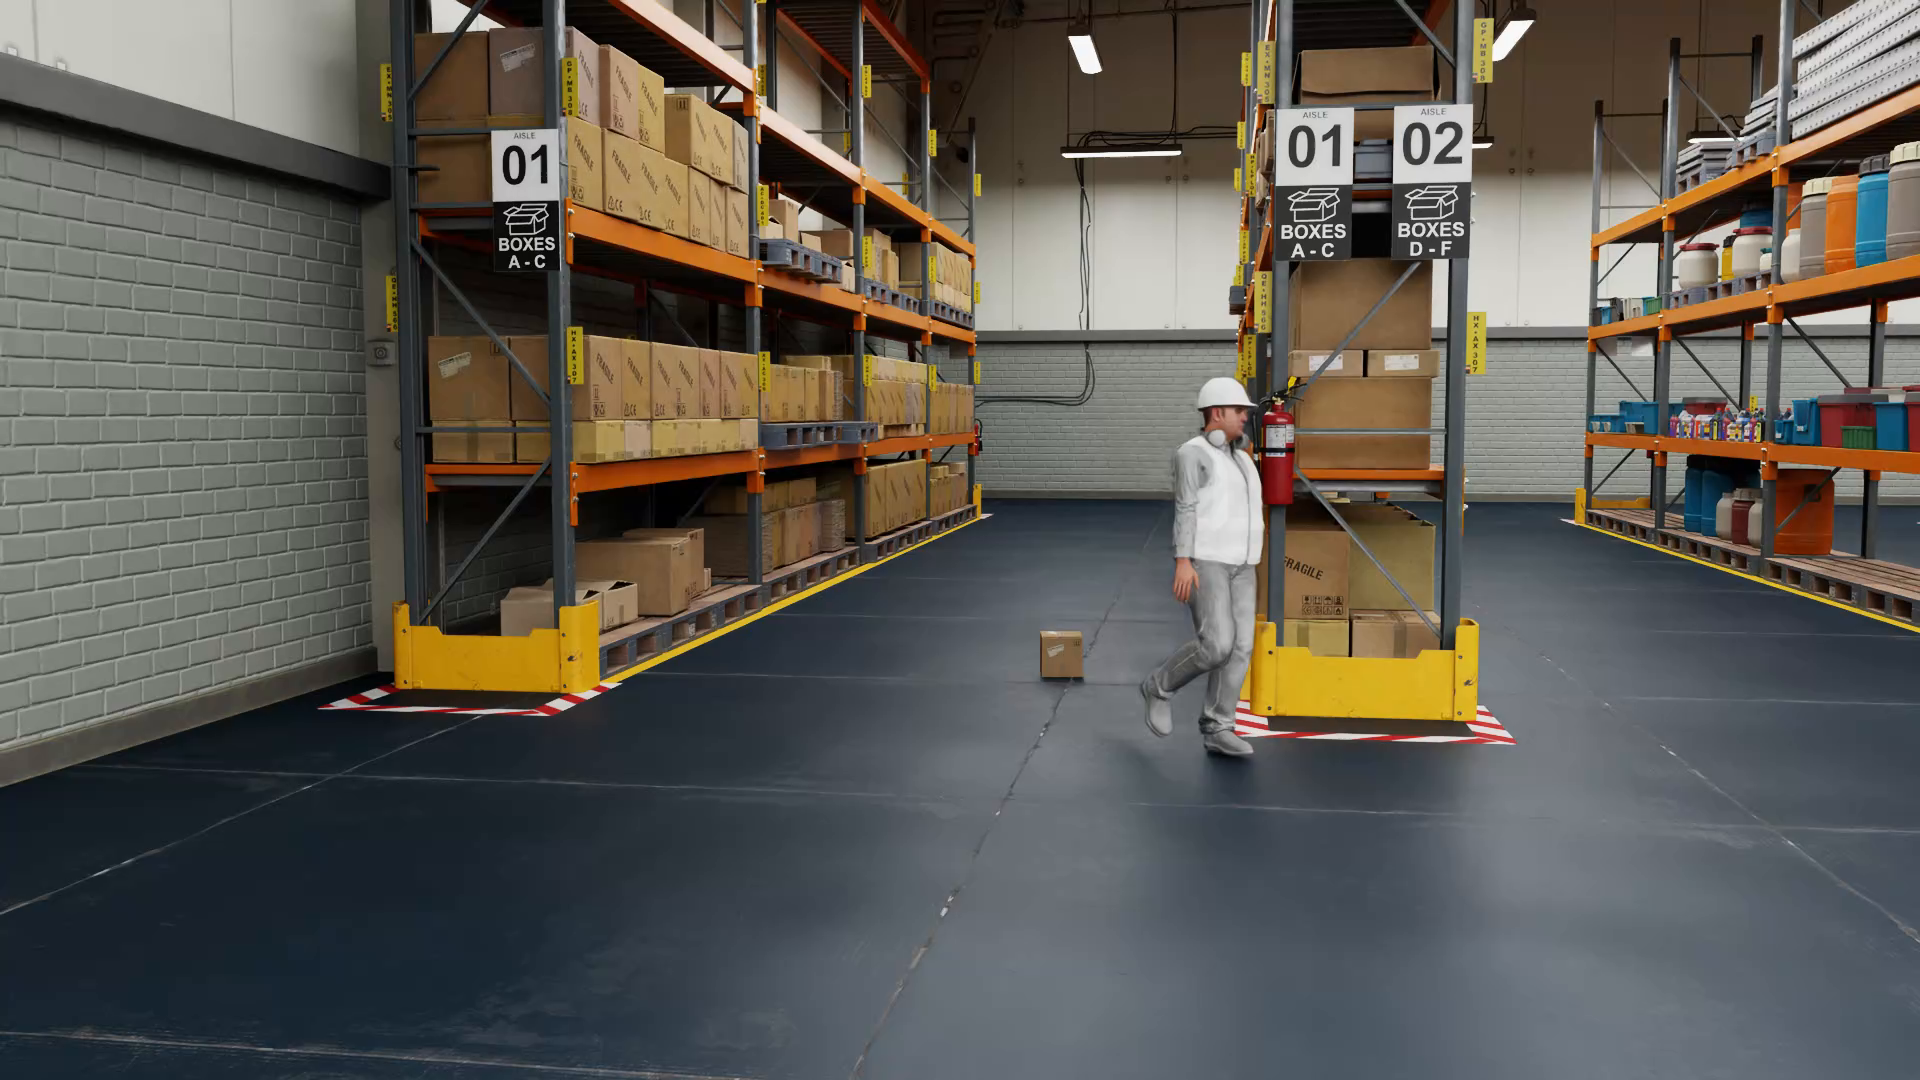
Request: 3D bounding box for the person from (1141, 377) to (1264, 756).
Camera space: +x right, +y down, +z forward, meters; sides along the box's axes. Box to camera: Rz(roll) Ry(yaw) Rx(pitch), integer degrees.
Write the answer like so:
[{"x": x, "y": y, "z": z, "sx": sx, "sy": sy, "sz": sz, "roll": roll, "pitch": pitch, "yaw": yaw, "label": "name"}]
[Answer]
[{"x": 1.200, "y": 0.110, "z": 7.877, "sx": 0.590, "sy": 1.754, "sz": 0.580, "roll": -4, "pitch": 6, "yaw": -42, "label": "person"}]
